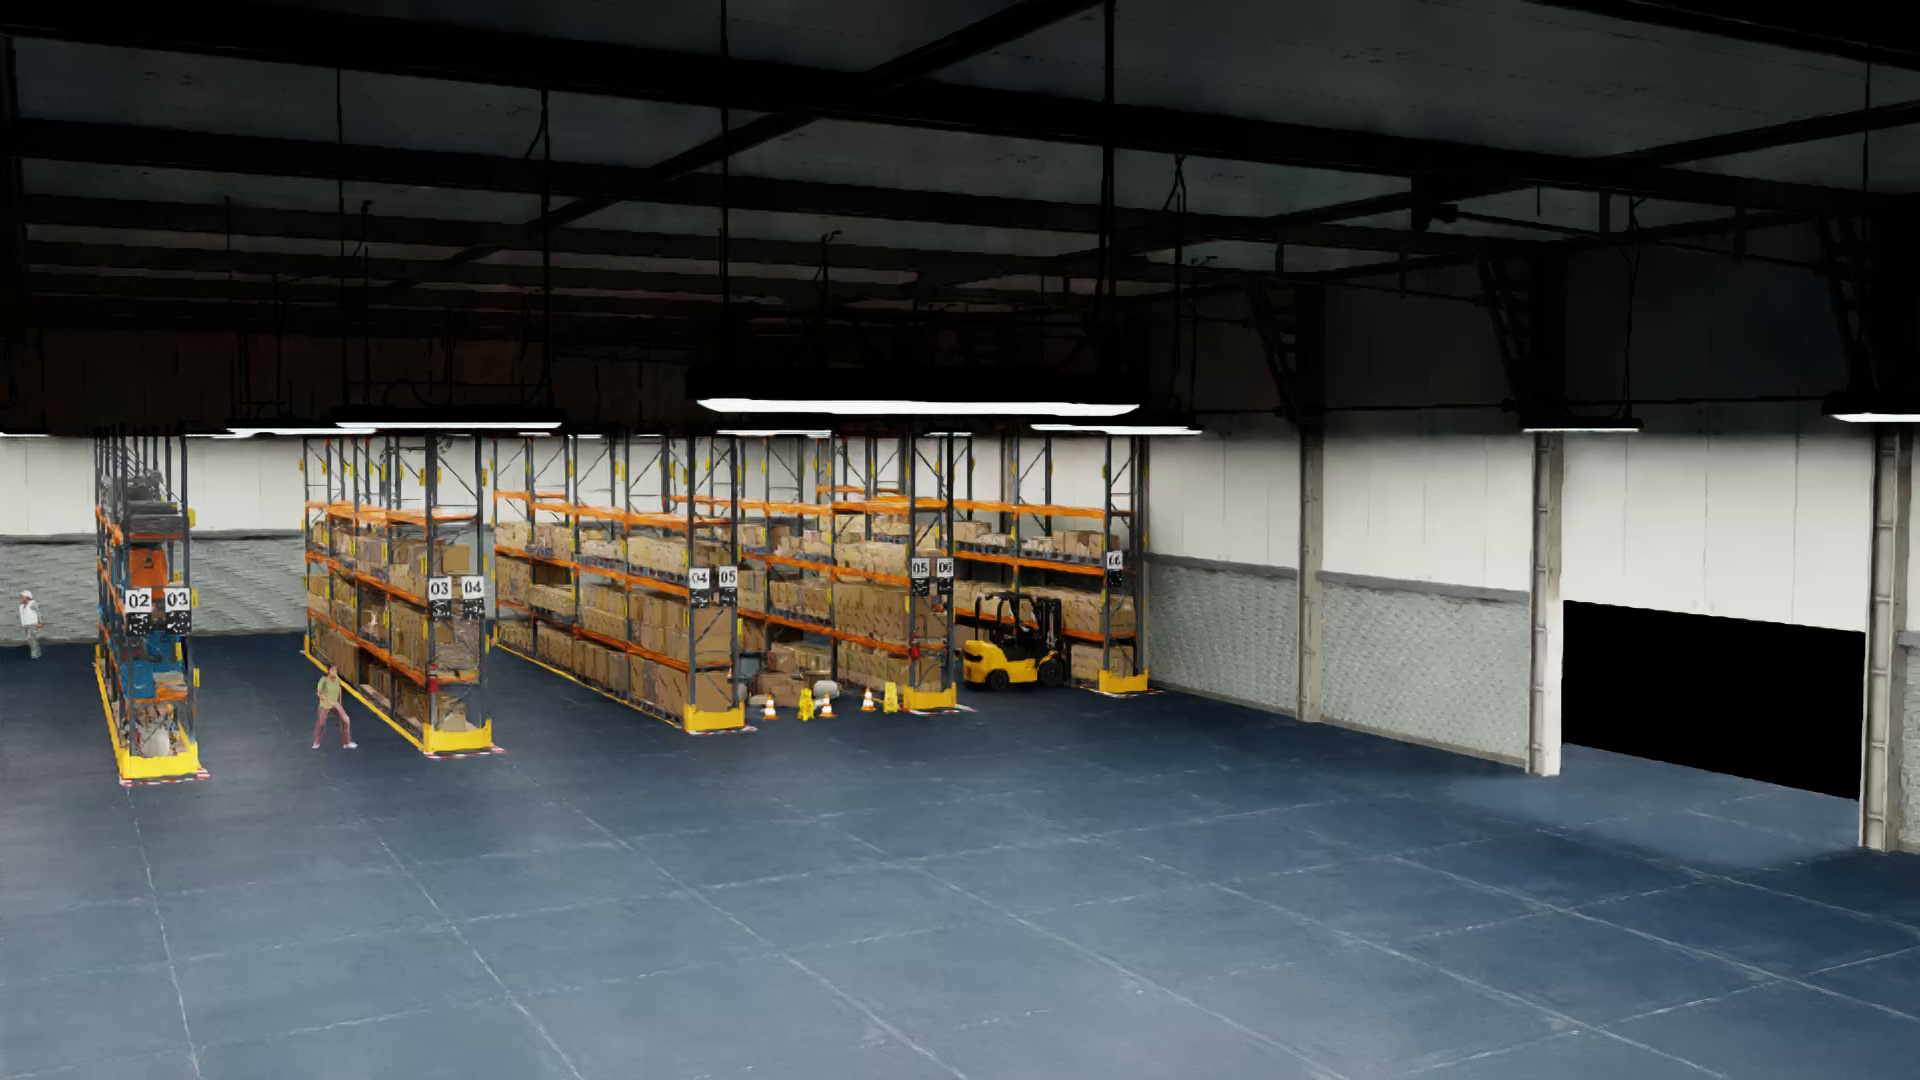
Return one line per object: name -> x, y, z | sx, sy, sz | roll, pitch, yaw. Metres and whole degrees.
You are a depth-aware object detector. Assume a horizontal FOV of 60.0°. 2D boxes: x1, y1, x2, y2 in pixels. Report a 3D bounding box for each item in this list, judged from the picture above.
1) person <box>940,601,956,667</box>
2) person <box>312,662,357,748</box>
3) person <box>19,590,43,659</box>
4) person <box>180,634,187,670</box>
person -> -0.382, 2.352, 41.677 | 0.548, 1.666, 0.579 | 0, 3, -3
person -> -11.627, 3.050, 30.730 | 0.808, 1.607, 0.625 | 3, 5, 44
person -> -24.354, 2.201, 43.628 | 0.639, 1.784, 0.502 | 2, 4, 25
person -> -19.136, 2.457, 40.742 | 0.505, 1.564, 1.054 | -3, 4, -38
